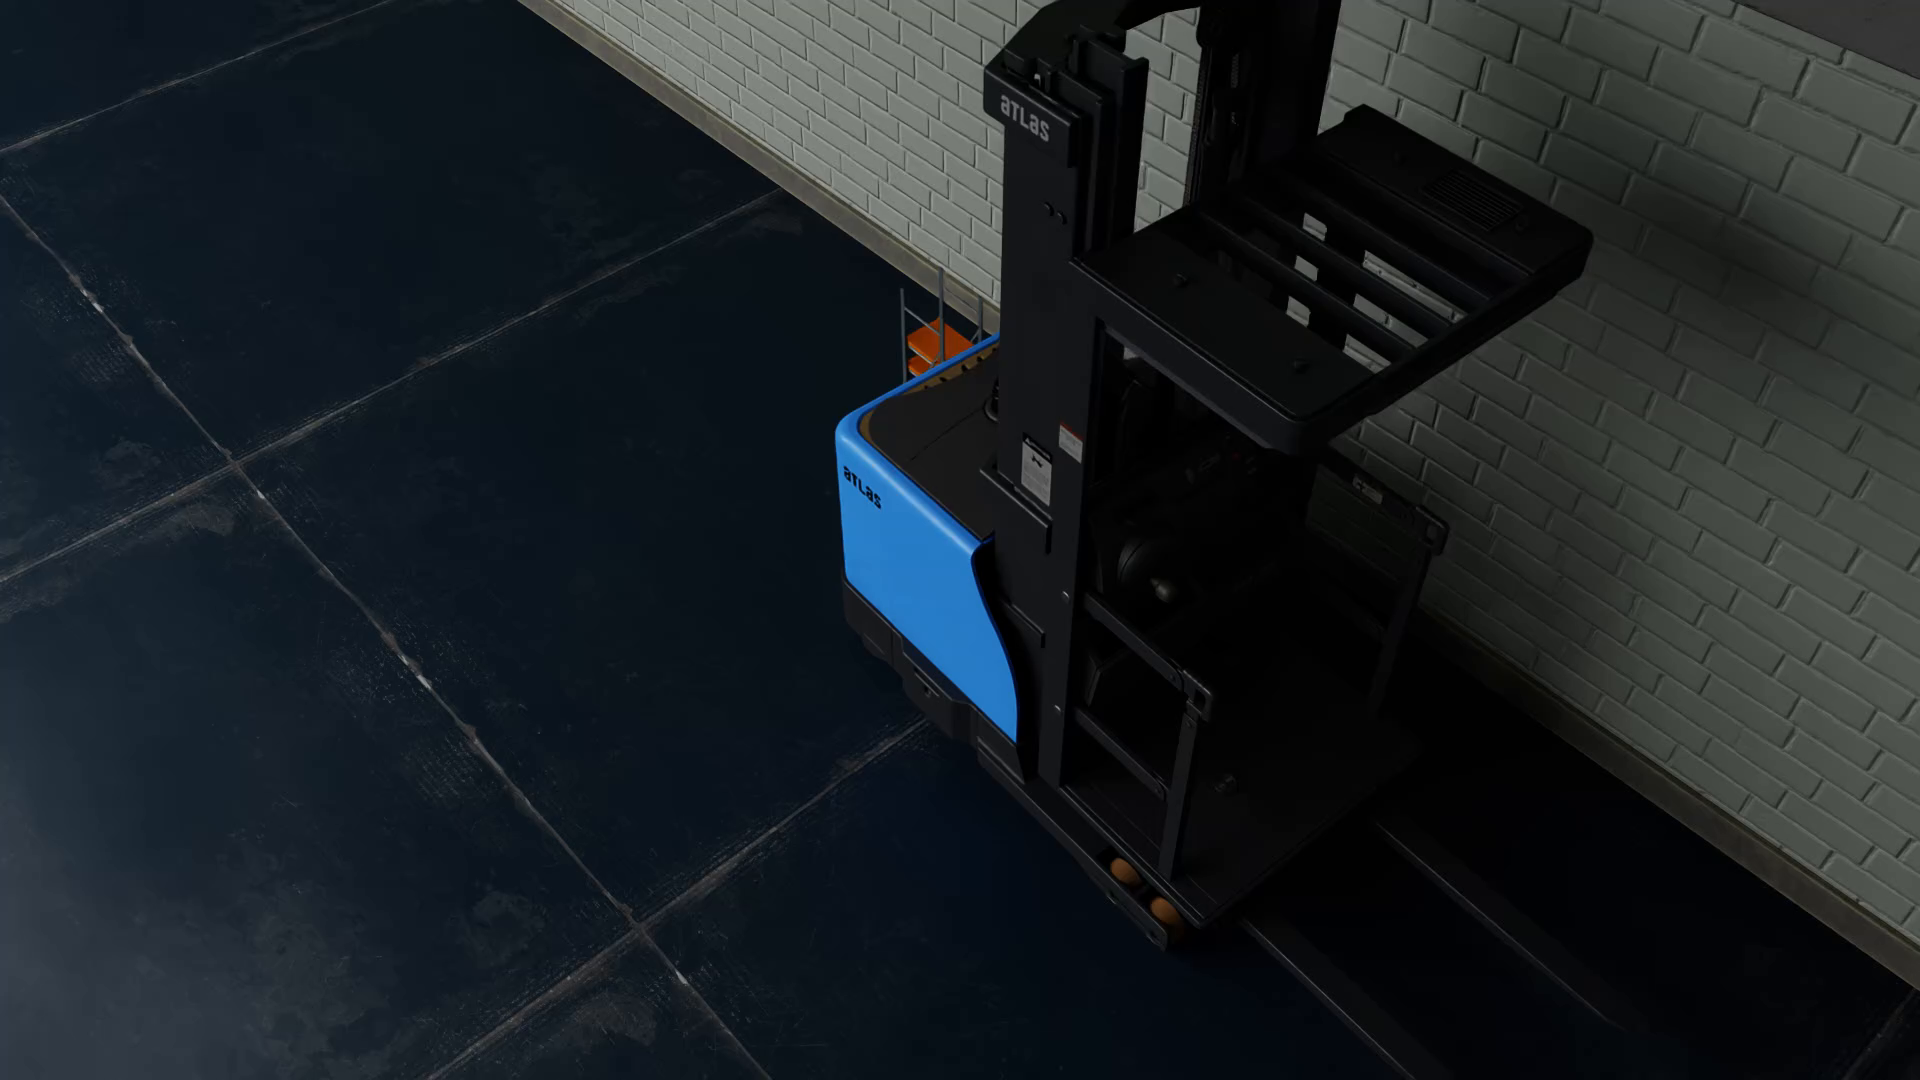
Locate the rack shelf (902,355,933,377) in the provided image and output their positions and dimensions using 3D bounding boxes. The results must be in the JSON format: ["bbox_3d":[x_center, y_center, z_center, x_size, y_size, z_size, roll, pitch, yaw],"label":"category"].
[{"bbox_3d":[-0.067,-0.617,6.290,0.180,0.103,0.258,-32,55,-26],"label":"rack shelf"}]

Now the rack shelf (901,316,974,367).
[{"bbox_3d":[-0.067,-0.699,6.202,0.180,0.103,0.258,-32,55,-26],"label":"rack shelf"}]

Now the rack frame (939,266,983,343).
[{"bbox_3d":[0.003,-0.529,6.475,0.006,1.200,0.240,-32,55,-26],"label":"rack frame"}]

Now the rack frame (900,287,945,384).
[{"bbox_3d":[-0.136,-0.441,6.393,0.006,1.200,0.240,-32,55,-26],"label":"rack frame"}]

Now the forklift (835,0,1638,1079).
[{"bbox_3d":[0.876,-0.063,4.867,1.130,2.935,3.031,-31,55,-26],"label":"forklift"}]

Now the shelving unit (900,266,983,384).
[{"bbox_3d":[-0.067,-0.485,6.434,0.189,1.200,0.258,-32,55,-26],"label":"shelving unit"}]
